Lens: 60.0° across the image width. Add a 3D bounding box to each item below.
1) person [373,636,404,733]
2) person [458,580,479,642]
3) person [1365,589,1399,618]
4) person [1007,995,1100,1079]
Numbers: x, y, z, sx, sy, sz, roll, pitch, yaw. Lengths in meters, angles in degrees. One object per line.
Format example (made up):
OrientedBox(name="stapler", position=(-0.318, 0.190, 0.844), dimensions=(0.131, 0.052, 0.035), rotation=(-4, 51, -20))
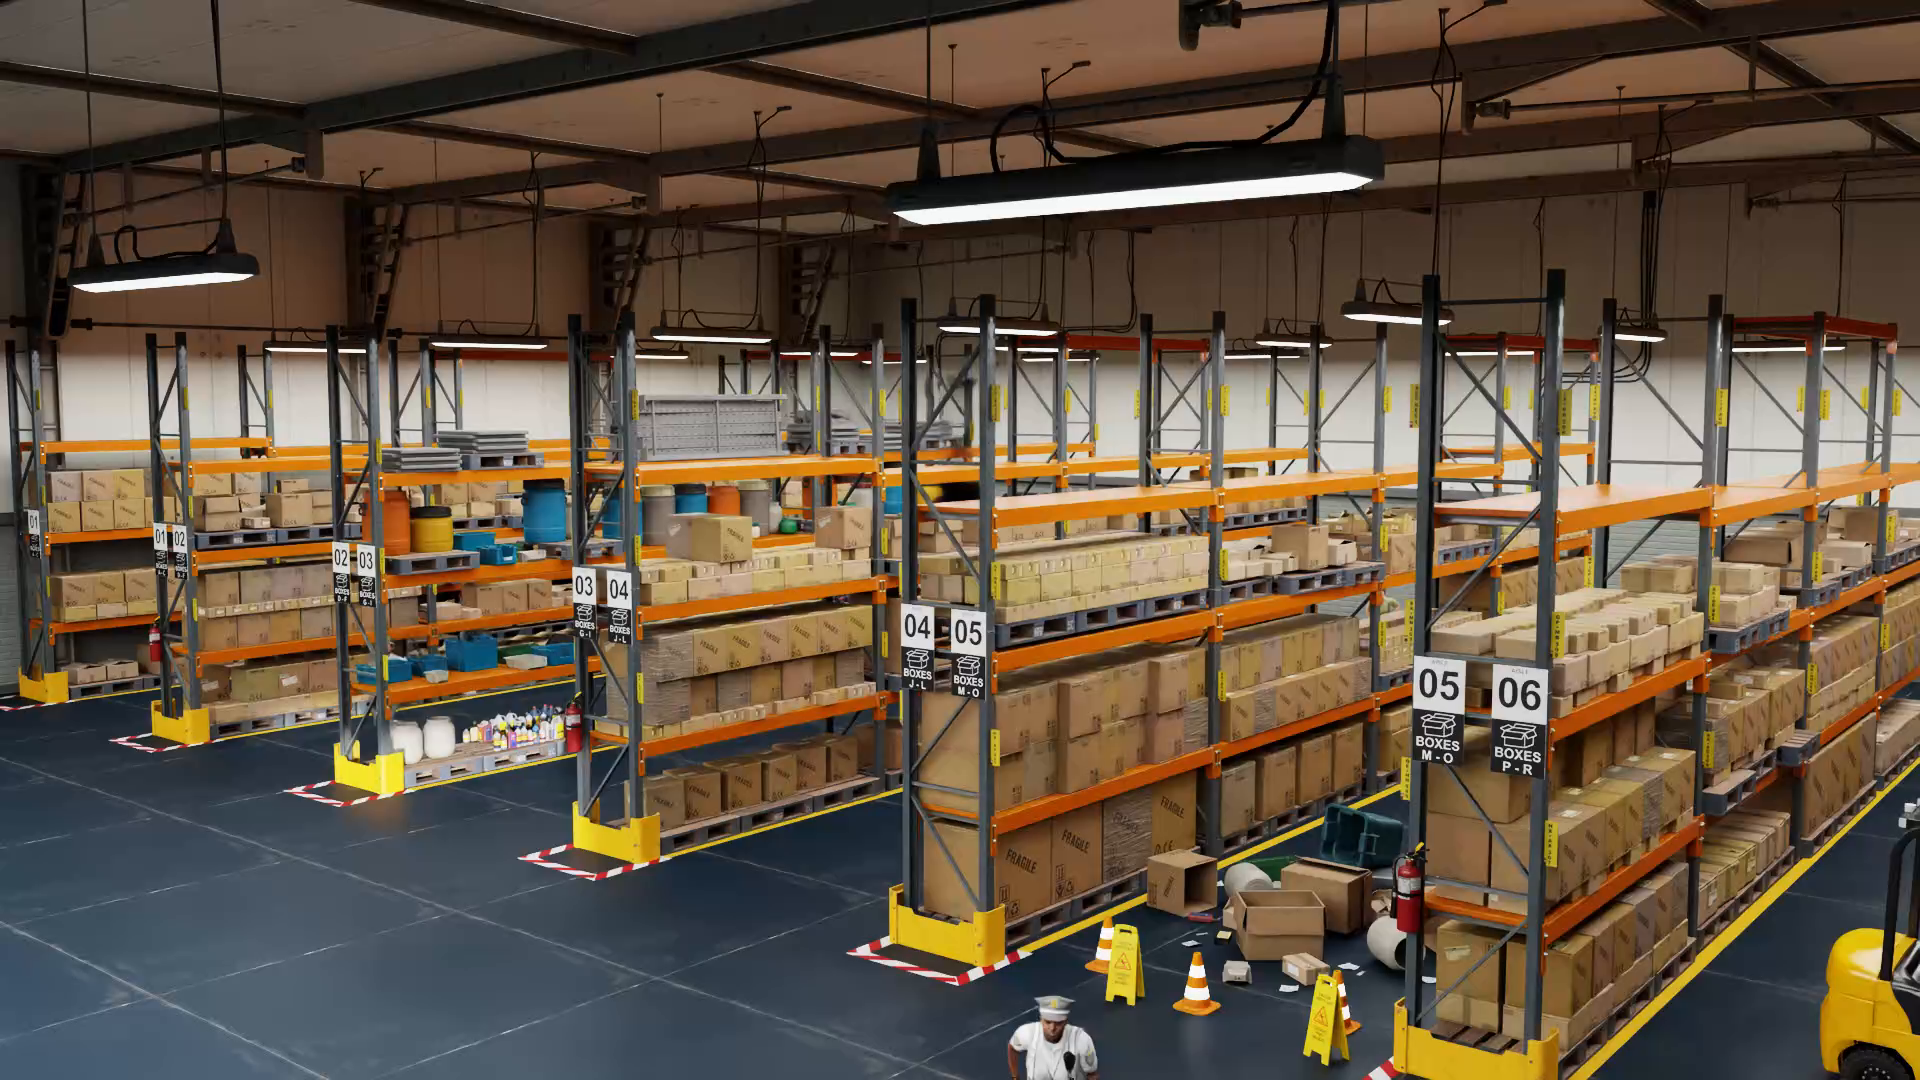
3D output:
OrientedBox(name="person", position=(-8.202, 2.186, 23.948), dimensions=(0.609, 1.654, 0.611), rotation=(1, 5, 11))
OrientedBox(name="person", position=(-9.176, 1.537, 31.187), dimensions=(0.529, 1.596, 0.884), rotation=(3, 6, 27))
OrientedBox(name="person", position=(7.769, 1.636, 30.615), dimensions=(0.604, 1.618, 0.990), rotation=(1, 5, 16))
OrientedBox(name="person", position=(0.562, 3.476, 10.098), dimensions=(0.562, 1.616, 0.689), rotation=(0, 5, 4))
